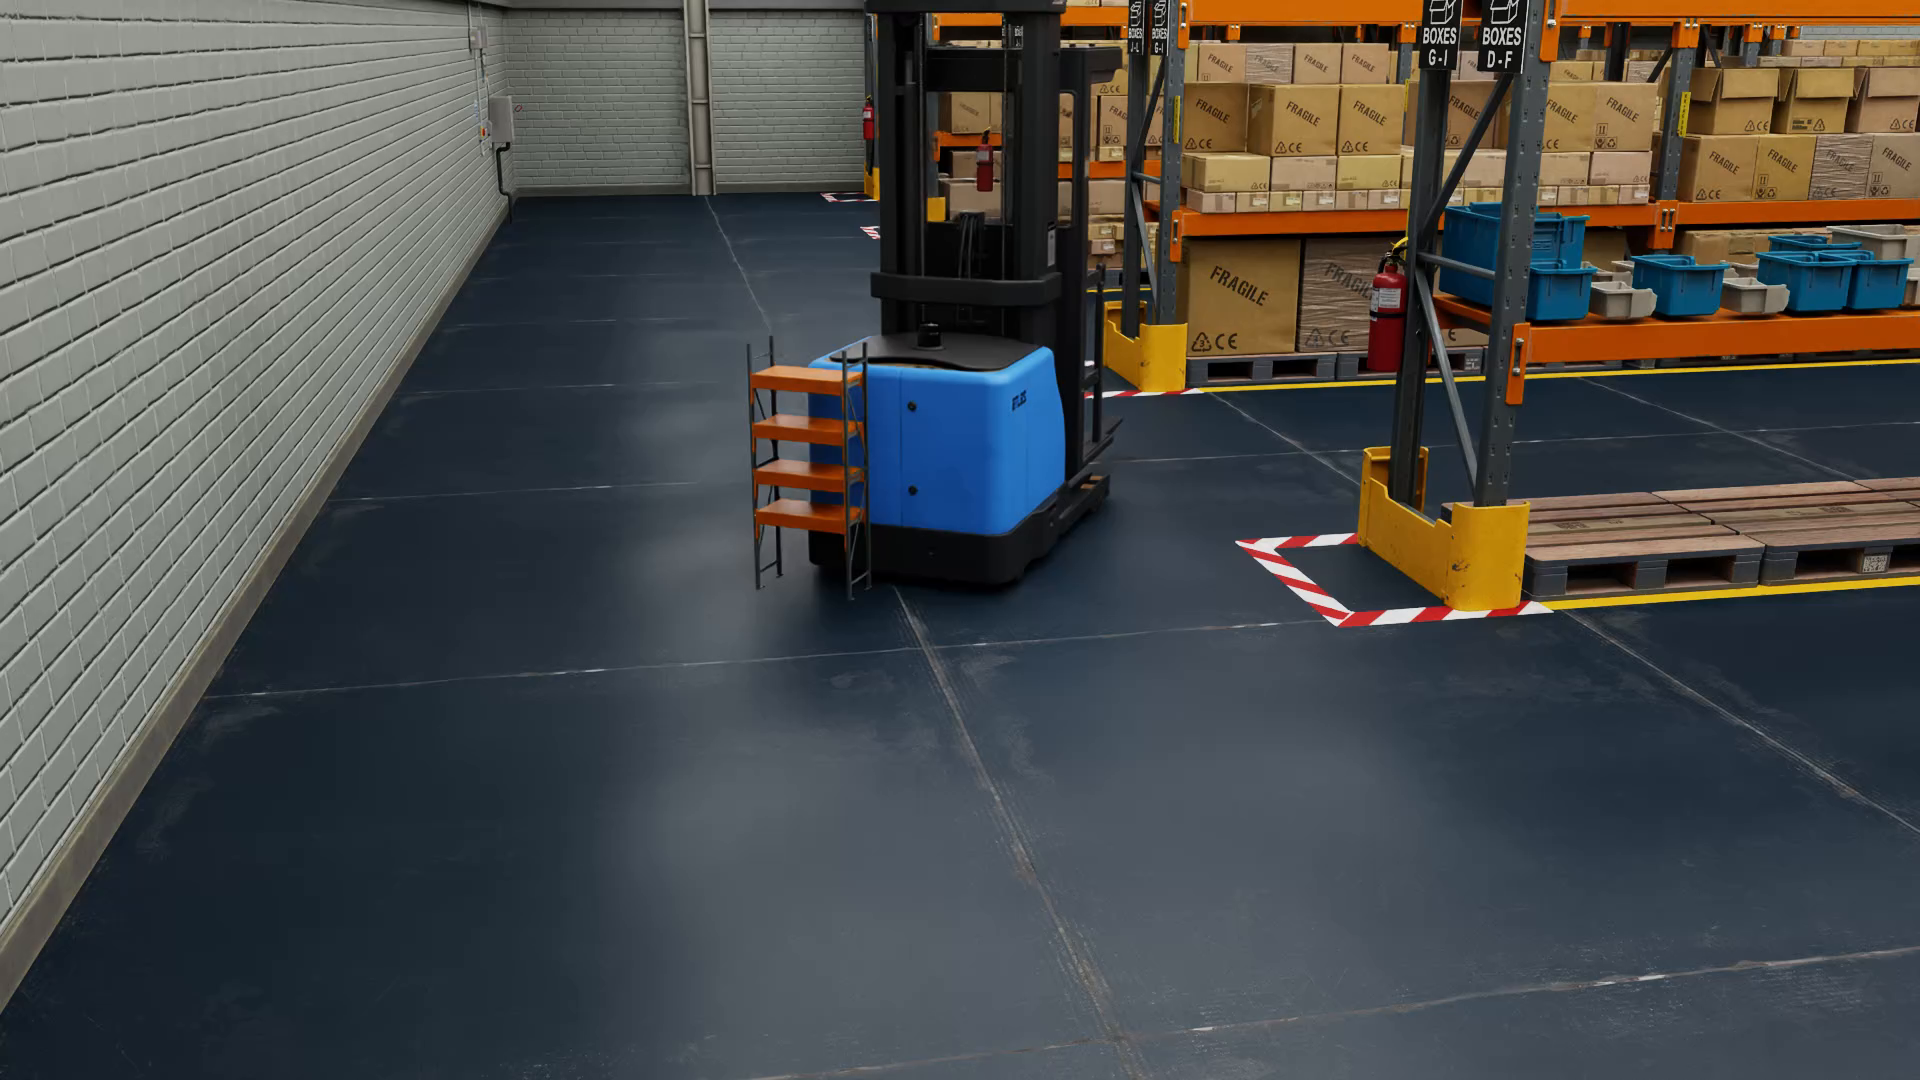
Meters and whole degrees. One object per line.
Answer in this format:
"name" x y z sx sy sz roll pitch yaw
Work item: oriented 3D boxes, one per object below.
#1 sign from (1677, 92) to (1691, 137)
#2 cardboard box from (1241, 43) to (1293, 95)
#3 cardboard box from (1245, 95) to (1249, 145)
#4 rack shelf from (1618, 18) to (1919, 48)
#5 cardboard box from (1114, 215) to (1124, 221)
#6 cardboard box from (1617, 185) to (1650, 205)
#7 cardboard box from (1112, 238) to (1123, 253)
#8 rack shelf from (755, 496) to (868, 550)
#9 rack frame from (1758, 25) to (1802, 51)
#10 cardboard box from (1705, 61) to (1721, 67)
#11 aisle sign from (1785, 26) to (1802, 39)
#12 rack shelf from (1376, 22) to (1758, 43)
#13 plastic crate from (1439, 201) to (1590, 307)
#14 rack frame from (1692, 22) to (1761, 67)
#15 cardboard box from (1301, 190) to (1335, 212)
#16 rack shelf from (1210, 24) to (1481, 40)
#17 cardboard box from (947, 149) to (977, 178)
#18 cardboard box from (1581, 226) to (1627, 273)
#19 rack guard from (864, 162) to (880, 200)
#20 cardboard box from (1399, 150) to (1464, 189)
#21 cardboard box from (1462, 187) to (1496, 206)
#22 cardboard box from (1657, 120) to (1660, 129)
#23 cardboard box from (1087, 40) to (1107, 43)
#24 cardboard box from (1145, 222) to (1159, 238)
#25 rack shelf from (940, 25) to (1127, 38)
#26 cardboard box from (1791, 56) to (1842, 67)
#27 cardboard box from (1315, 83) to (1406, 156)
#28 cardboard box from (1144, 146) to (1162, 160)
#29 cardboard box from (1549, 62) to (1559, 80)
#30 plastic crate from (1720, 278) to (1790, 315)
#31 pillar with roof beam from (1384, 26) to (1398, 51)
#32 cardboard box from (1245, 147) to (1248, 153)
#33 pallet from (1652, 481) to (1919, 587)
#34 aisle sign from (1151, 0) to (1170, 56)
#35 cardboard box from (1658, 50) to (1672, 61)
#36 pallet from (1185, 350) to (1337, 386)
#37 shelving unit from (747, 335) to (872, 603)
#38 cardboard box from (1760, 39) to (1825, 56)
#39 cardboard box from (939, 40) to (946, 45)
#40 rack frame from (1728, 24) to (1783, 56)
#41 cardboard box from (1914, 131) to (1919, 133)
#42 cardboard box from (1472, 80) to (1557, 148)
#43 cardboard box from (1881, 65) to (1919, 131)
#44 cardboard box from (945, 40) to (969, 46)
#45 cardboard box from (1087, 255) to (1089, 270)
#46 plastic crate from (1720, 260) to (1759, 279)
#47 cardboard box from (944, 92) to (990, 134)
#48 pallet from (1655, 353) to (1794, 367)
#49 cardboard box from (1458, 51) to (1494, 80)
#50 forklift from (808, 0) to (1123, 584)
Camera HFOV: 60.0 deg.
"sign" 5.478 -3.223 12.587 0.005 0.325 0.100 -3 17 -10
"cardboard box" 3.108 -4.876 17.197 0.500 0.500 0.500 -3 17 -9
"cardboard box" 3.110 -4.392 17.326 0.500 0.500 0.500 -3 17 -11
"rack shelf" 7.335 -4.133 13.274 4.000 0.370 1.077 -3 17 -10
"cardboard box" 1.828 -3.413 17.943 0.250 0.149 0.380 -4 18 -13
"cardboard box" 5.134 -2.700 12.920 0.250 0.149 0.380 -3 17 -10
"cardboard box" 1.669 -3.117 17.486 0.250 0.149 0.380 -3 17 -10
"rack shelf" -0.707 -0.084 7.947 0.480 0.148 0.258 7 18 21
"rack frame" 14.329 -7.887 29.382 0.127 3.000 1.000 -3 17 -10
"cardboard box" 10.450 -6.504 23.488 0.500 0.500 0.500 -3 17 -10
"aisle sign" 14.449 -9.049 28.736 0.004 0.787 0.394 -3 17 -10
"rack shelf" 6.494 -5.568 17.948 4.000 0.370 1.077 -3 17 -10
"plastic crate" 2.677 -1.399 8.094 0.499 0.435 0.616 -3 17 -10
"rack frame" 8.457 -4.589 18.645 0.127 3.000 1.000 -3 17 -10
"cardboard box" 2.614 -2.557 12.455 0.250 0.149 0.380 -4 17 -11
"rack shelf" 5.455 -6.989 22.575 4.000 0.370 1.077 -3 17 -10
"cardboard box" 0.084 -6.045 26.926 0.500 0.500 0.700 -3 17 -8
"cardboard box" 4.709 -2.103 13.452 0.875 0.875 0.875 -3 17 -10
"rack guard" -1.306 -5.805 26.861 0.348 0.500 1.175 -3 17 -10
"cardboard box" 3.481 -2.816 12.621 0.500 0.250 0.500 -4 17 -12
"cardboard box" 3.873 -2.628 12.687 0.250 0.149 0.380 -4 17 -11
"cardboard box" 7.564 -4.482 18.009 0.250 0.149 0.380 -3 17 -10
"cardboard box" 1.744 -6.444 21.705 0.250 0.149 0.380 -3 17 -10
"cardboard box" 1.929 -3.262 17.451 0.250 0.149 0.380 -4 18 -13
"rack shelf" 0.583 -8.197 26.508 4.000 0.370 1.077 -3 17 -10
"cardboard box" 9.396 -5.166 18.649 0.500 0.500 0.700 -3 17 -11
"cardboard box" 2.965 -3.145 12.413 0.500 0.500 0.500 -4 17 -12
"cardboard box" 1.999 -4.035 17.268 0.250 0.149 0.380 -3 17 -11
"cardboard box" 7.905 -6.360 23.017 0.500 0.500 0.500 -4 17 -12
"plastic crate" 3.685 -1.134 7.741 0.298 0.136 0.250 -3 17 -10
"pillar with roof beam" 8.400 -9.401 24.092 0.400 9.000 9.100 -3 17 -10
"cardboard box" 2.368 -2.910 12.927 0.500 0.250 0.500 -4 17 -11
"pallet" 4.396 -0.049 8.613 1.213 0.211 1.003 -3 17 -10
"aisle sign" 1.431 -3.861 11.844 0.004 0.787 0.394 -3 17 -10
"cardboard box" 9.997 -6.779 23.278 0.250 0.149 0.380 -4 18 -13
"pallet" 2.215 -1.442 13.149 1.213 0.211 1.003 -3 17 -10
"shelving unit" -0.707 -0.338 7.869 0.503 1.200 0.258 7 18 21
"cardboard box" 11.820 -6.864 23.669 0.500 0.500 0.700 -3 17 -11
"cardboard box" -0.121 -6.479 21.818 0.250 0.149 0.380 -3 17 -10
"rack frame" 11.346 -6.234 23.998 0.127 3.000 1.000 -3 17 -10
"cardboard box" 7.862 -3.047 13.453 0.500 0.500 0.500 -4 17 -12
"cardboard box" 4.368 -3.382 13.185 0.500 0.500 0.500 -3 17 -10
"cardboard box" 7.938 -3.610 13.577 0.637 0.503 0.797 -3 17 -9
"cardboard box" -0.035 -6.341 21.370 0.250 0.149 0.380 -3 17 -9
"cardboard box" 1.178 -2.919 17.346 0.250 0.149 0.380 -3 17 -9
"plastic crate" 3.994 -1.337 8.403 0.250 0.136 0.298 -3 17 -10
"cardboard box" 0.090 -5.557 21.625 0.500 0.500 0.500 -3 17 -11
"pallet" 6.115 -1.663 13.866 1.213 0.211 1.003 -3 17 -10
"cardboard box" 6.961 -6.432 22.772 0.500 0.500 0.500 -4 17 -12
"forklift" 0.218 -1.585 8.979 1.130 2.935 3.031 6 18 18
